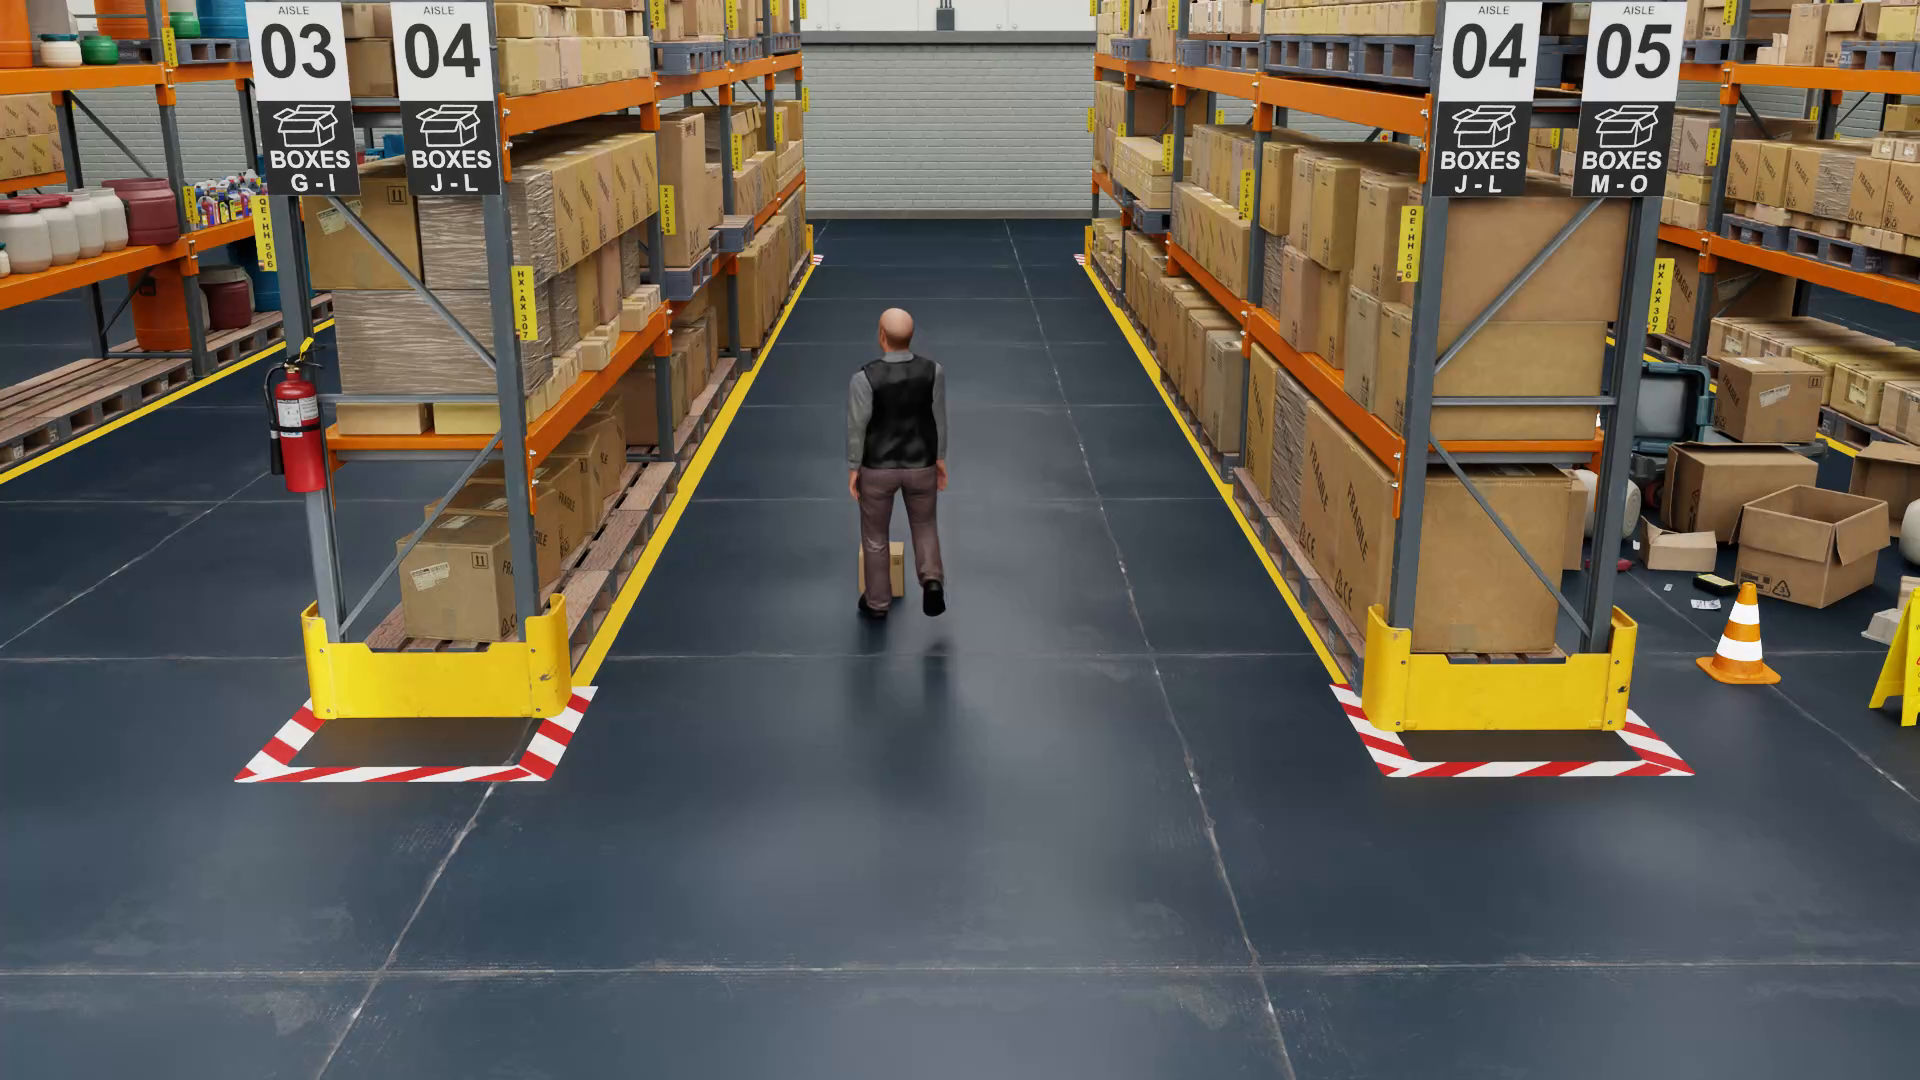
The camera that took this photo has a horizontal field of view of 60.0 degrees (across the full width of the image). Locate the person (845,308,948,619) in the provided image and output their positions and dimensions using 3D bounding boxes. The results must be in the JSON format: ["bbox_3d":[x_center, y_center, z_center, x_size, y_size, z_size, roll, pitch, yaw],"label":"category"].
[{"bbox_3d":[-0.343,-0.386,8.778,0.564,1.709,0.660,-5,18,-16],"label":"person"}]
